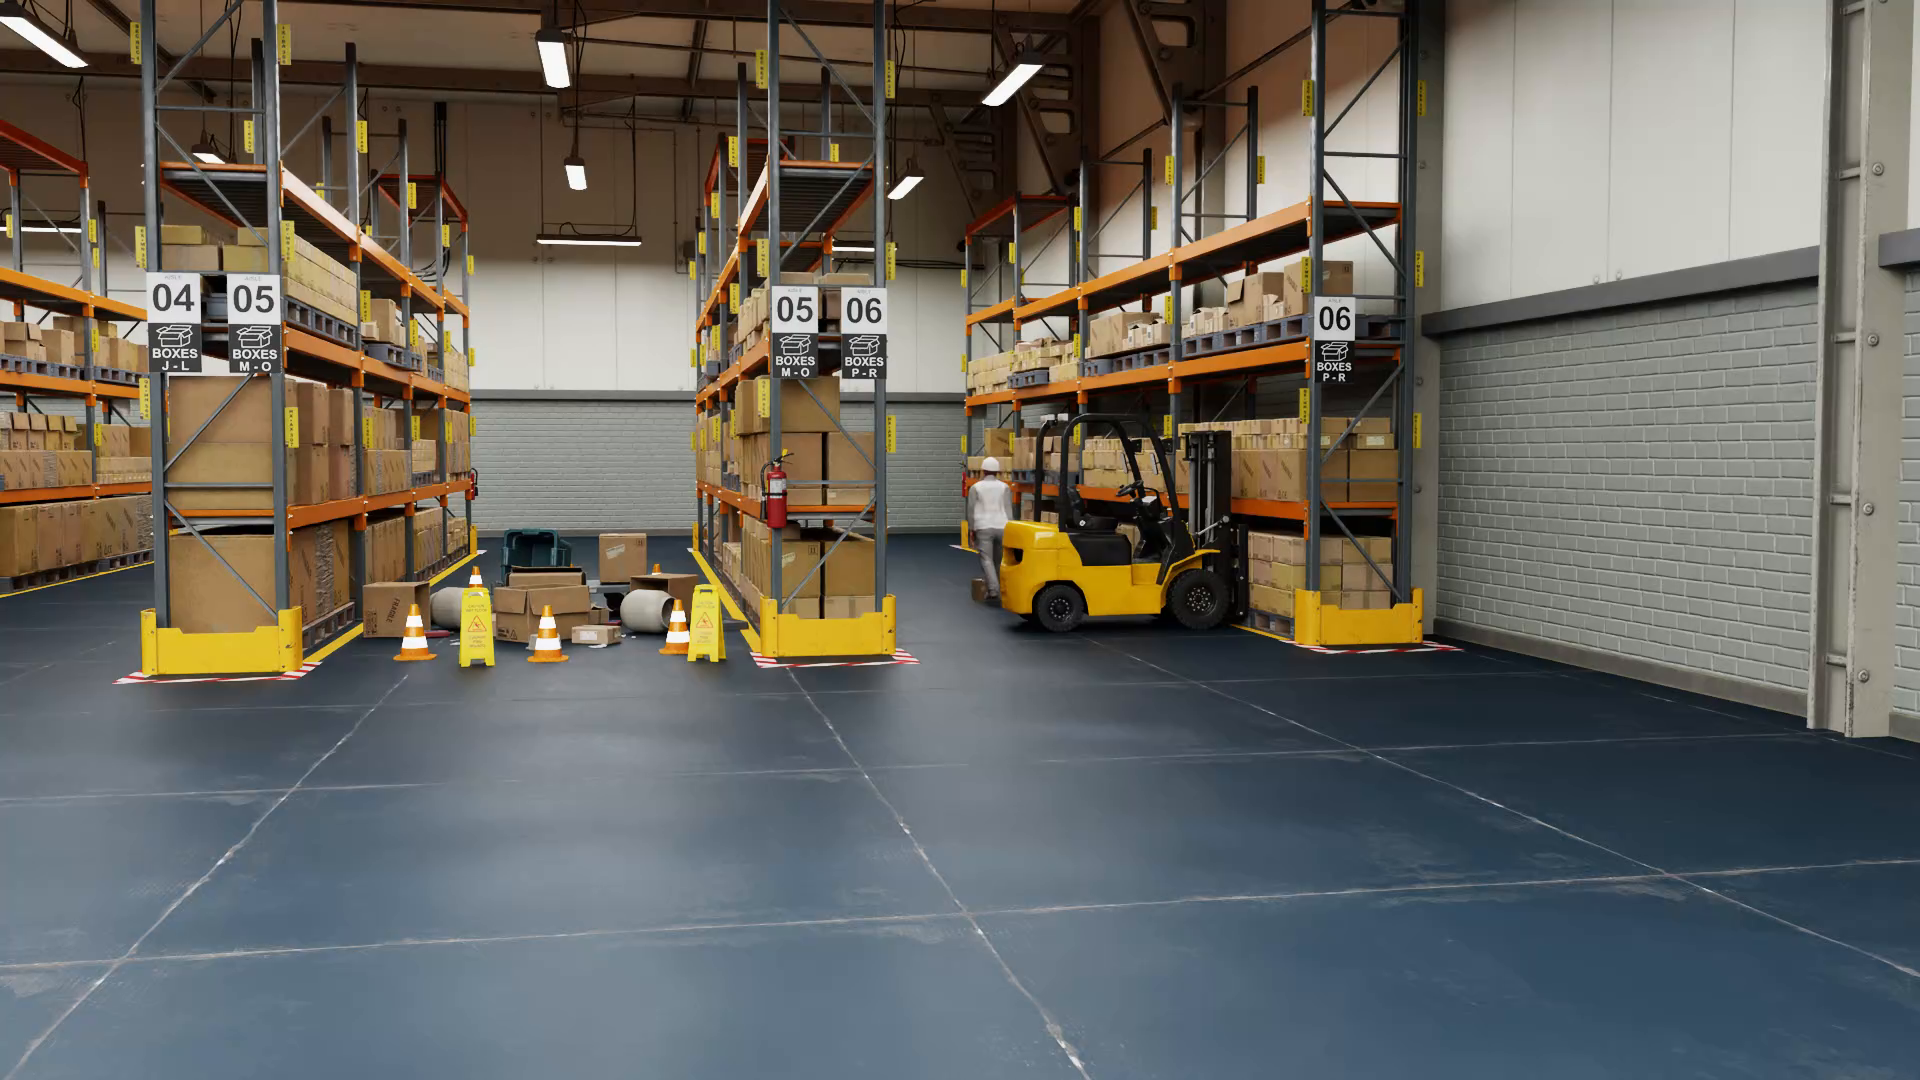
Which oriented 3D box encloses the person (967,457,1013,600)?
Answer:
[{"bbox_3d":[0.352,-0.121,19.659,0.542,1.717,1.116,-1,3,-13],"label":"person"}]
